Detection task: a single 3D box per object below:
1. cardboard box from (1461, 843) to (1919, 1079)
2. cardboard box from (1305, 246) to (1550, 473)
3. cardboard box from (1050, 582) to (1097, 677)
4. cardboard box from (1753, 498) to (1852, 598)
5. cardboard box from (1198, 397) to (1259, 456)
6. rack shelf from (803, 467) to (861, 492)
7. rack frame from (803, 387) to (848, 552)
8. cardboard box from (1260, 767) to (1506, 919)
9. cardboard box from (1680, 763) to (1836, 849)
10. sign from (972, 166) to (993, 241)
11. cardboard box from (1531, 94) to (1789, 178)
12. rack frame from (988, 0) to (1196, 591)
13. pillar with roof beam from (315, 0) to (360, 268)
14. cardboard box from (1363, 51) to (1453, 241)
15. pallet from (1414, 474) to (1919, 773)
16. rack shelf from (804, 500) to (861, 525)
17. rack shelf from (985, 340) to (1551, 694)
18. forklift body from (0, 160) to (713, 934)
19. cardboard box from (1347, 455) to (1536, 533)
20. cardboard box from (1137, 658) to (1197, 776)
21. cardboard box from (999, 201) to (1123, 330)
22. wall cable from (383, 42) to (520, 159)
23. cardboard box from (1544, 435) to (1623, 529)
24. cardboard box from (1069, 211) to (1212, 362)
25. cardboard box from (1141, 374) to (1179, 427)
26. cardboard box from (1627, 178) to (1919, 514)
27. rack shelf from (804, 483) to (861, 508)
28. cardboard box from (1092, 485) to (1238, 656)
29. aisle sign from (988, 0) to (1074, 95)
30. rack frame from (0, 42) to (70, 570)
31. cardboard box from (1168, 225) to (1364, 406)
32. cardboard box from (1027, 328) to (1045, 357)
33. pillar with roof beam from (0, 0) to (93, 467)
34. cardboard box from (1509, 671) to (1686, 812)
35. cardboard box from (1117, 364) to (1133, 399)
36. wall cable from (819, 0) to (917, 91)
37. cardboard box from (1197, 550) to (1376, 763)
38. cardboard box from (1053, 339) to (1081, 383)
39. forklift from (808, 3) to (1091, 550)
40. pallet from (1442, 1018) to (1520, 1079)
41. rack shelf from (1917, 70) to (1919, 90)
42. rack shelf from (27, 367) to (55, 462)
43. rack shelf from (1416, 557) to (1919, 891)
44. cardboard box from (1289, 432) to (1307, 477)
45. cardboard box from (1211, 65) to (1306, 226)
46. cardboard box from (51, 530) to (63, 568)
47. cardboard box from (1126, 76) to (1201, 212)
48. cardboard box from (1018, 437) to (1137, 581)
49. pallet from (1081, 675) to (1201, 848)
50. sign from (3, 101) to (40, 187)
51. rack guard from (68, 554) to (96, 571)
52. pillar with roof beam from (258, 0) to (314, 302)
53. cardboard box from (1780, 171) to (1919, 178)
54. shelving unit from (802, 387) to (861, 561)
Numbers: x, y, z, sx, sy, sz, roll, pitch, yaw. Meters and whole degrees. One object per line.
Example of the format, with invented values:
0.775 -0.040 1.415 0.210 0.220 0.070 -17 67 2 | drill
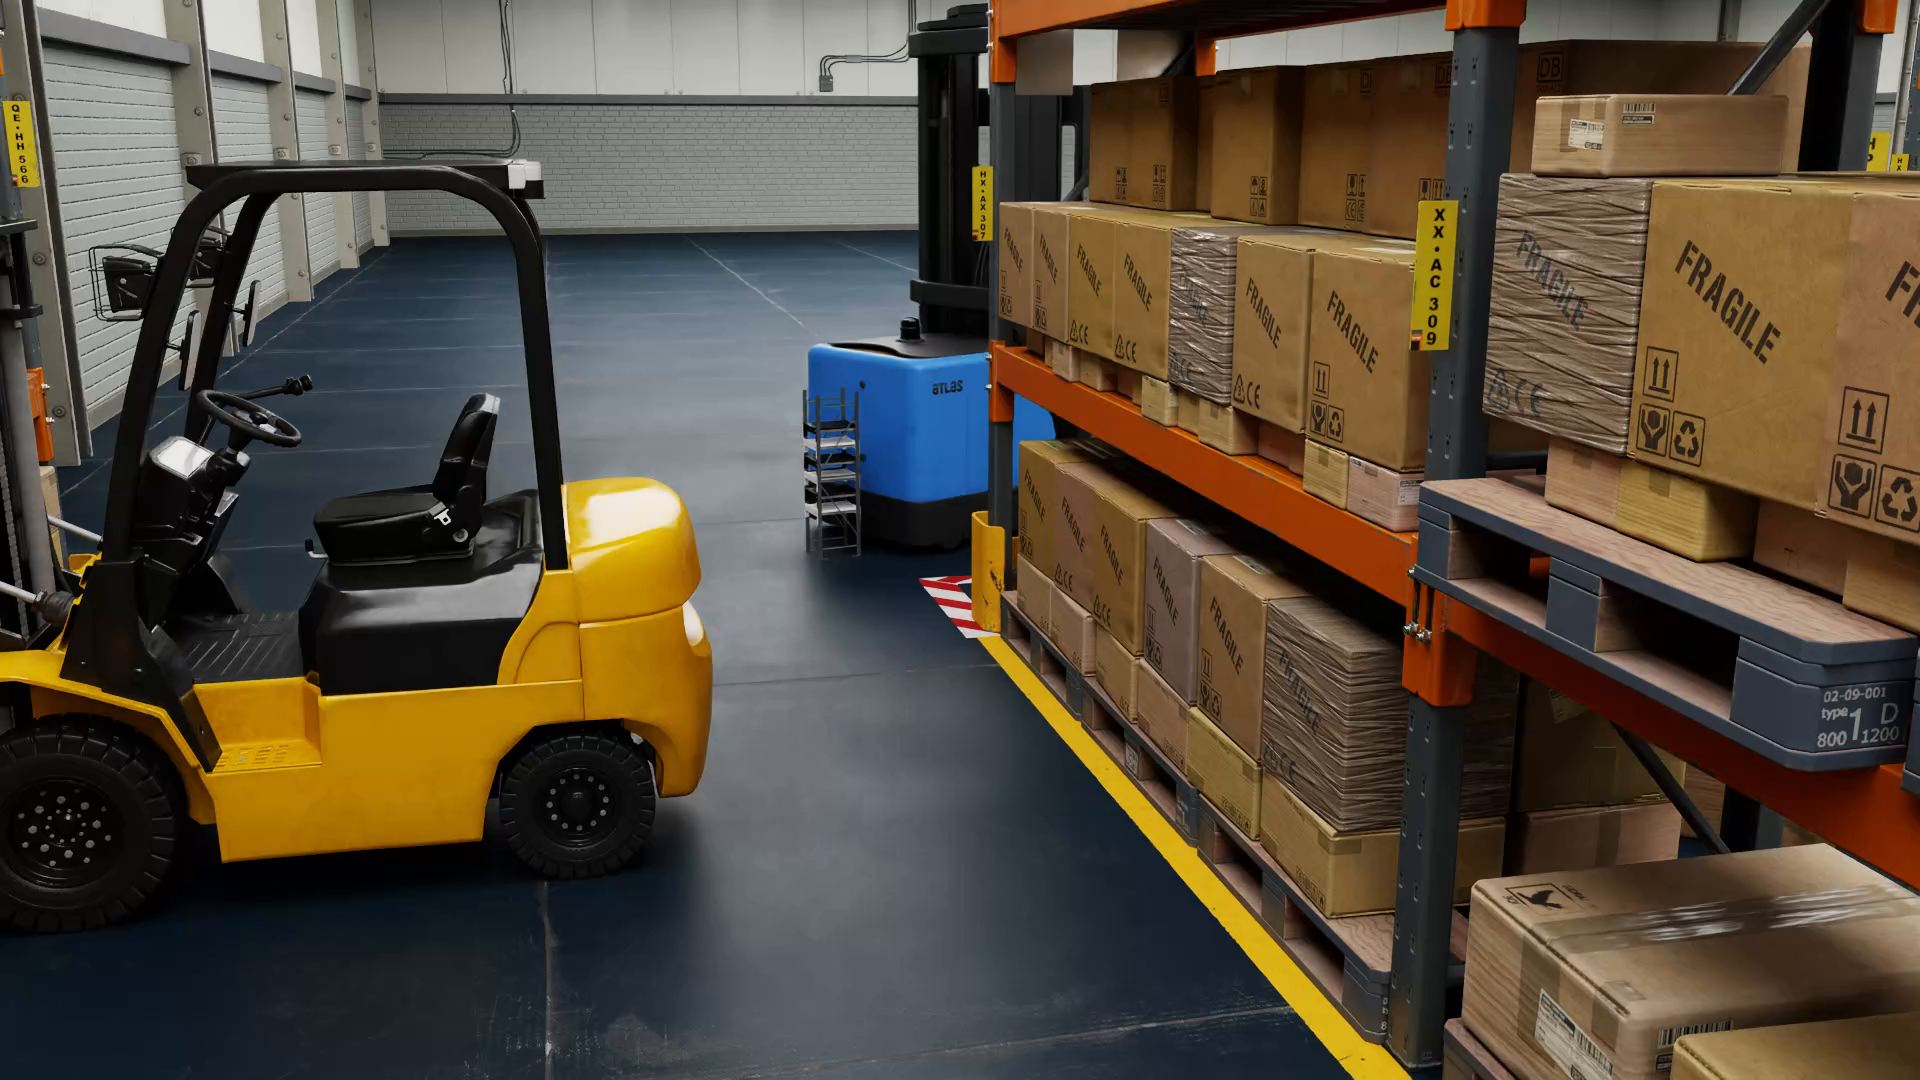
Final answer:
1.697 1.001 3.661 0.950 0.372 0.625 -3 14 -12 | cardboard box
1.225 -0.474 4.209 0.500 0.500 0.500 -4 14 -15 | cardboard box
0.665 0.336 6.639 0.500 0.250 0.500 -3 14 -11 | cardboard box
1.585 -0.010 2.792 0.380 0.149 0.250 -2 14 -10 | cardboard box
0.958 -0.362 5.116 0.380 0.149 0.250 -3 14 -14 | cardboard box
-0.694 -0.328 9.014 0.258 0.077 0.200 -6 15 -24 | rack shelf
-0.736 -0.382 9.095 0.240 0.900 0.006 -6 15 -24 | rack frame
1.171 0.818 4.667 0.500 0.250 0.500 -3 14 -11 | cardboard box
2.643 0.698 5.512 0.500 0.500 0.500 7 15 26 | cardboard box
0.105 -1.505 7.444 0.100 0.325 0.005 -3 14 -13 | sign
1.338 -0.776 3.195 0.380 0.149 0.250 -3 14 -13 | cardboard box
0.632 -1.115 7.671 1.000 3.000 0.127 -3 14 -13 | rack frame
-6.356 -9.317 28.604 9.100 9.000 0.400 -3 14 -13 | pillar with roof beam
1.580 -1.104 4.680 0.700 0.500 0.500 -3 14 -13 | cardboard box
1.610 0.085 3.162 1.003 0.211 1.213 -3 14 -13 | pallet
-0.694 -0.153 9.056 0.258 0.077 0.200 -6 15 -24 | rack shelf
1.102 -0.304 5.868 1.077 0.370 4.000 -3 14 -13 | rack shelf
-1.973 -0.089 5.261 2.313 2.155 1.214 -3 14 -13 | forklift body
1.200 -0.127 4.157 0.380 0.149 0.250 -3 14 -14 | cardboard box
0.922 0.578 5.649 0.500 0.250 0.500 -3 14 -12 | cardboard box
0.474 -1.183 7.113 0.500 0.500 0.500 -4 14 -14 | cardboard box
-11.357 -9.707 36.739 3.097 2.526 0.112 -3 14 -13 | wall cable
1.394 -0.129 3.280 0.380 0.149 0.250 -3 14 -12 | cardboard box
0.719 -0.947 6.144 0.500 0.500 0.500 -4 14 -14 | cardboard box
0.831 -0.480 5.599 0.380 0.149 0.250 -3 14 -13 | cardboard box
1.521 -0.350 2.816 0.500 0.500 0.500 -3 14 -13 | cardboard box
-0.694 -0.240 9.035 0.258 0.077 0.200 -6 15 -24 | rack shelf
0.796 0.096 6.043 0.500 0.500 0.500 -3 14 -12 | cardboard box
0.316 -2.375 7.350 0.394 0.787 0.004 -3 14 -13 | aisle sign
-4.192 -0.837 6.535 1.000 3.000 0.127 -3 14 -13 | rack frame
0.972 -0.712 5.183 0.500 0.500 0.500 -3 14 -12 | cardboard box
0.511 -0.903 7.333 0.380 0.149 0.250 -3 14 -13 | cardboard box
-2.129 -5.165 11.607 9.100 9.000 0.400 -3 14 -13 | pillar with roof beam
1.695 0.424 4.700 0.500 0.500 0.500 -3 14 -11 | cardboard box
0.796 -0.603 6.106 0.380 0.149 0.250 -3 14 -11 | cardboard box
-2.125 -13.393 38.118 2.305 6.003 0.169 -3 14 -13 | wall cable
1.051 0.336 5.058 0.500 0.500 0.500 -3 14 -12 | cardboard box
0.582 -0.719 6.578 0.380 0.149 0.250 -3 14 -12 | cardboard box
0.554 -1.641 9.967 3.031 2.935 1.130 -12 18 -40 | forklift
1.756 1.342 3.490 1.003 0.211 1.213 -3 14 -13 | pallet
5.890 -2.061 6.736 1.077 0.370 4.000 -3 14 -13 | rack shelf
-3.722 -0.027 4.732 1.077 0.370 4.000 -3 14 -13 | rack shelf
2.041 0.619 2.091 1.077 0.370 4.000 -3 14 -13 | rack shelf
1.149 -0.249 4.656 0.380 0.149 0.250 -3 14 -13 | cardboard box
1.278 -1.336 5.632 0.700 0.500 0.500 -3 14 -14 | cardboard box
-3.774 0.146 6.364 0.500 0.250 0.500 -3 14 -14 | cardboard box
1.076 -1.571 6.593 0.700 0.500 0.500 -3 14 -13 | cardboard box
0.559 -0.141 7.011 0.500 0.500 0.500 -4 14 -15 | cardboard box
1.089 0.727 6.005 1.003 0.211 1.213 -3 14 -13 | pallet
-3.661 -1.542 6.480 0.100 0.325 0.005 -3 14 -13 | sign
-4.198 0.371 6.854 1.175 0.500 0.348 -3 14 -13 | rack guard
-4.947 -7.933 22.938 9.100 9.000 0.400 -3 14 -13 | pillar with roof beam
1.903 -0.496 3.413 0.500 0.500 0.500 -4 14 -14 | cardboard box
-0.694 -0.360 9.006 0.258 0.900 0.210 -6 15 -24 | shelving unit
